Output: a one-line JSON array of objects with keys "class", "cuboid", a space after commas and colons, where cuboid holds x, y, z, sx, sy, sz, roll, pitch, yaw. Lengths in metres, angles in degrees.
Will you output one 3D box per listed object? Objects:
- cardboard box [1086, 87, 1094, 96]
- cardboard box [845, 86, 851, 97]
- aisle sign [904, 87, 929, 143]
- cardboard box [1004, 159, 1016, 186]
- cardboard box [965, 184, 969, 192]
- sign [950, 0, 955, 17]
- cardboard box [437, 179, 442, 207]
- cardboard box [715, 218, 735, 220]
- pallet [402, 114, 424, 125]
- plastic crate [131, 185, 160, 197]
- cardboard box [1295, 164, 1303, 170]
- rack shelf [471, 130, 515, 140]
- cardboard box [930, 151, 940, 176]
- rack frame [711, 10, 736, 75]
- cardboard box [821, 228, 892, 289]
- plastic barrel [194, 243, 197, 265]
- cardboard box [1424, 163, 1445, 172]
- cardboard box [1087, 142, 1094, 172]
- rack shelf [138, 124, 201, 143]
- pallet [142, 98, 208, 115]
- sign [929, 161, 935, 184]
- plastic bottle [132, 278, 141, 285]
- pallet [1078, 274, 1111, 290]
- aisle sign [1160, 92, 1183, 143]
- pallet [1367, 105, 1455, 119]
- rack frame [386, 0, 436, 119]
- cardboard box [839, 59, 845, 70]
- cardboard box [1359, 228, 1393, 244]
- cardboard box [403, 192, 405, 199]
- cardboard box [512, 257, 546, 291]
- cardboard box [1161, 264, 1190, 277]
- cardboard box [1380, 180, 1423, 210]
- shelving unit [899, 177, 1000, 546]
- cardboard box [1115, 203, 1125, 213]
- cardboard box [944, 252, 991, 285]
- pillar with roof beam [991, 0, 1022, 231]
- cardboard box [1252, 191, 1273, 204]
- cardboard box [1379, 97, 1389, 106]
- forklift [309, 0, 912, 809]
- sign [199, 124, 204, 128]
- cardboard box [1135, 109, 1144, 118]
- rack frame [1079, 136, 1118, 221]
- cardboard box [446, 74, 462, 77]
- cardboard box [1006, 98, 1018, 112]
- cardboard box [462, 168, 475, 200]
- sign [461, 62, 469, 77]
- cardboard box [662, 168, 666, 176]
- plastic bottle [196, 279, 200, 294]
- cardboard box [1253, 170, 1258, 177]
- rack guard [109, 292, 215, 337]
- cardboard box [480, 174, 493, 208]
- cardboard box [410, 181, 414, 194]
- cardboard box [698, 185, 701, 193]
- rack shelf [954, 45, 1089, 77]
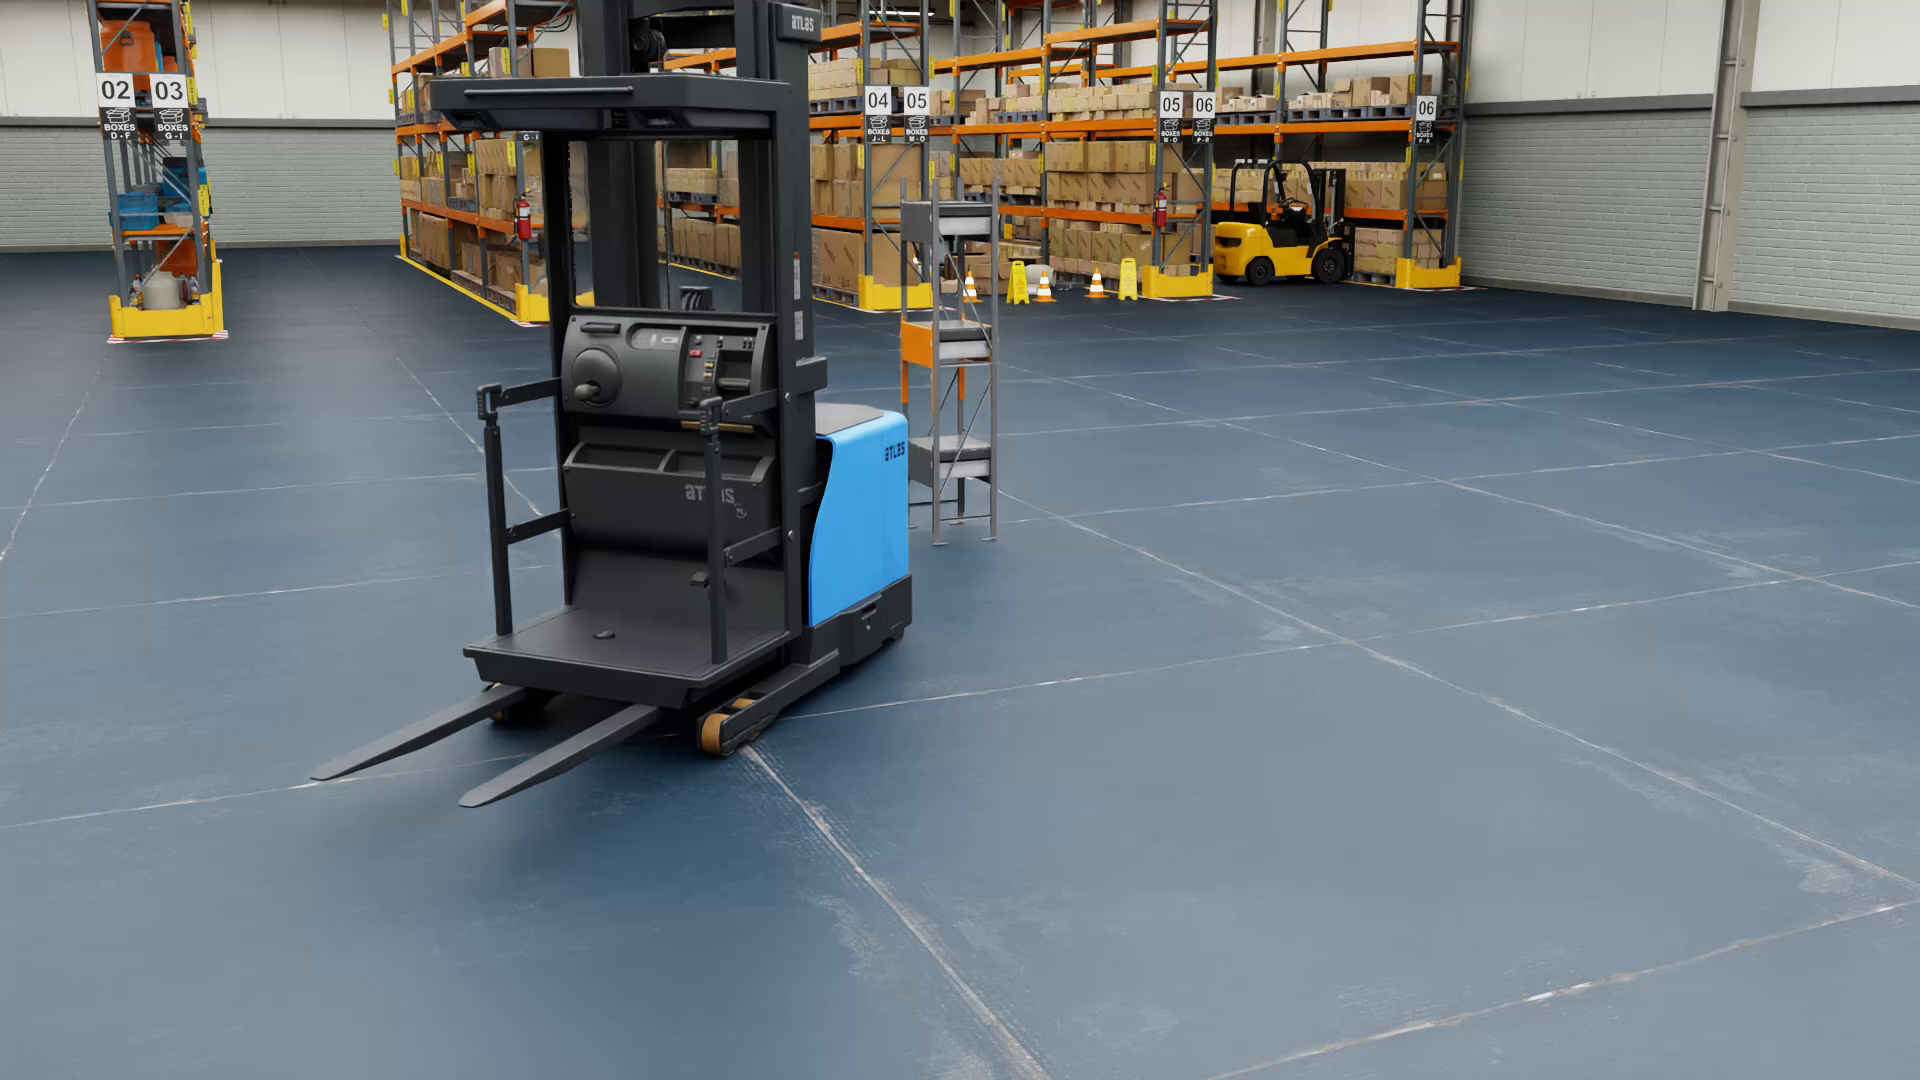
[{"class": "cardboard box", "cuboid": [2.357, -7.609, 28.229, 0.380, 0.149, 0.250, -6, 14, -24]}, {"class": "cardboard box", "cuboid": [-1.479, -6.628, 24.607, 0.380, 0.149, 0.250, -5, 14, -22]}, {"class": "aisle sign", "cuboid": [-0.632, -6.225, 24.347, 0.394, 0.787, 0.004, -6, 14, -23]}, {"class": "cardboard box", "cuboid": [1.161, -6.922, 31.315, 0.500, 0.500, 0.500, -5, 14, -21]}, {"class": "cardboard box", "cuboid": [0.315, -7.065, 33.368, 0.380, 0.149, 0.250, -7, 15, -26]}, {"class": "sign", "cuboid": [-0.152, -10.471, 32.730, 0.100, 0.325, 0.005, -6, 14, -23]}, {"class": "cardboard box", "cuboid": [-9.344, -6.403, 30.662, 0.500, 0.500, 0.500, -6, 14, -23]}, {"class": "cardboard box", "cuboid": [-4.794, -6.431, 33.951, 0.500, 0.250, 0.500, -6, 14, -25]}, {"class": "pallet", "cuboid": [-11.130, -8.838, 34.946, 1.003, 0.211, 1.213, -6, 14, -23]}, {"class": "plastic crate", "cuboid": [-12.896, -5.394, 26.380, 0.402, 0.464, 0.583, -6, 14, -23]}, {"class": "cardboard box", "cuboid": [6.564, -7.062, 31.409, 0.380, 0.149, 0.250, -5, 14, -22]}, {"class": "rack shelf", "cuboid": [-6.322, -6.043, 24.269, 1.077, 0.370, 4.000, -6, 14, -23]}, {"class": "cardboard box", "cuboid": [-0.305, -7.791, 34.440, 0.500, 0.500, 0.500, -5, 14, -22]}, {"class": "rack frame", "cuboid": [-4.140, -9.521, 31.051, 1.000, 3.000, 0.127, -6, 14, -23]}, {"class": "cardboard box", "cuboid": [-1.622, -4.431, 26.142, 0.875, 0.875, 0.875, -6, 14, -24]}, {"class": "plastic barrel", "cuboid": [-13.927, -5.087, 29.612, 0.600, 0.588, 0.708, -6, 14, -23]}, {"class": "cardboard box", "cuboid": [8.168, -6.461, 28.814, 0.380, 0.149, 0.250, -6, 14, -24]}, {"class": "cardboard box", "cuboid": [2.588, -6.497, 28.191, 0.700, 0.500, 0.500, -6, 14, -23]}, {"class": "rack shelf", "cuboid": [-14.064, -7.248, 29.477, 1.077, 0.370, 4.000, -6, 14, -23]}, {"class": "pallet", "cuboid": [-11.282, -6.127, 23.455, 1.213, 0.211, 1.003, -6, 14, -23]}, {"class": "sign", "cuboid": [-0.424, -5.455, 24.691, 0.100, 0.325, 0.005, -6, 14, -23]}, {"class": "plastic bottle", "cuboid": [-11.397, -3.452, 23.031, 0.144, 0.351, 0.185, -5, 14, -21]}, {"class": "pallet", "cuboid": [2.752, -4.493, 28.817, 1.003, 0.211, 1.213, -6, 14, -23]}, {"class": "aisle sign", "cuboid": [3.319, -6.641, 26.146, 0.394, 0.787, 0.004, -6, 14, -23]}, {"class": "pallet", "cuboid": [7.847, -7.429, 28.862, 1.003, 0.211, 1.213, -6, 14, -23]}, {"class": "rack frame", "cuboid": [-11.930, -10.747, 36.347, 1.000, 3.000, 0.127, -6, 14, -23]}, {"class": "cardboard box", "cuboid": [-1.582, -7.070, 24.748, 0.380, 0.149, 0.250, -5, 14, -22]}, {"class": "cardboard box", "cuboid": [7.426, -5.387, 29.441, 0.500, 0.250, 0.500, -5, 14, -22]}, {"class": "cardboard box", "cuboid": [-11.883, -7.493, 36.149, 0.380, 0.149, 0.250, -6, 14, -24]}, {"class": "cardboard box", "cuboid": [-6.442, -4.007, 25.141, 0.500, 0.500, 0.500, -7, 15, -28]}, {"class": "cardboard box", "cuboid": [3.490, -4.470, 27.699, 0.500, 0.250, 0.500, -6, 14, -23]}, {"class": "cardboard box", "cuboid": [7.669, -5.989, 28.874, 0.500, 0.500, 0.500, -6, 14, -24]}, {"class": "shelving unit", "cuboid": [-0.066, -1.057, 9.781, 0.431, 2.100, 0.503, -6, 14, -23]}, {"class": "cardboard box", "cuboid": [2.797, -5.497, 27.525, 0.380, 0.149, 0.250, -5, 14, -22]}, {"class": "cardboard box", "cuboid": [0.154, -4.590, 28.286, 0.797, 0.637, 0.503, -6, 14, -23]}, {"class": "pillar with roof beam", "cuboid": [-2.502, -12.341, 43.233, 9.100, 9.000, 0.548, -6, 14, -23]}, {"class": "cardboard box", "cuboid": [6.063, -6.697, 32.484, 0.500, 0.250, 0.500, -5, 14, -22]}, {"class": "cardboard box", "cuboid": [7.496, -7.599, 28.801, 0.380, 0.149, 0.250, -6, 14, -25]}, {"class": "forklift", "cuboid": [-1.261, -0.713, 6.449, 1.130, 2.935, 3.031, 5, 14, 22]}, {"class": "sign", "cuboid": [-15.970, -8.840, 34.993, 0.100, 0.325, 0.005, -6, 14, -23]}, {"class": "cardboard box", "cuboid": [3.031, -6.849, 26.717, 0.380, 0.149, 0.250, -6, 14, -23]}, {"class": "rack frame", "cuboid": [3.299, -8.342, 39.261, 1.000, 3.000, 0.127, -6, 14, -23]}, {"class": "cardboard box", "cuboid": [-8.365, -7.596, 28.056, 0.500, 0.500, 0.500, -6, 14, -25]}, {"class": "cardboard box", "cuboid": [1.189, -8.151, 31.184, 0.500, 0.250, 0.500, -5, 14, -22]}, {"class": "cardboard box", "cuboid": [-7.902, -5.950, 27.764, 0.797, 0.503, 0.637, -4, 14, -17]}, {"class": "sign", "cuboid": [-7.630, -7.199, 25.651, 0.100, 0.325, 0.005, -6, 14, -23]}, {"class": "cardboard box", "cuboid": [-6.006, -7.674, 34.681, 0.380, 0.149, 0.250, -5, 14, -20]}, {"class": "plastic bottle", "cuboid": [-10.958, -3.612, 23.872, 0.061, 0.283, 0.133, -5, 14, -19]}, {"class": "cardboard box", "cuboid": [5.994, -7.211, 32.715, 0.380, 0.149, 0.250, -6, 14, -23]}, {"class": "rack guard", "cuboid": [-10.132, -2.865, 21.139, 1.175, 0.500, 0.348, -6, 14, -23]}, {"class": "cardboard box", "cuboid": [-6.831, -5.333, 25.381, 0.875, 0.500, 0.500, -6, 14, -23]}, {"class": "cardboard box", "cuboid": [-11.159, -7.349, 34.644, 0.500, 0.250, 0.500, -5, 14, -22]}, {"class": "cardboard box", "cuboid": [-4.856, -6.792, 32.192, 0.380, 0.149, 0.250, -6, 14, -23]}, {"class": "rack shelf", "cuboid": [1.156, -9.031, 31.414, 1.077, 0.370, 4.000, -6, 14, -23]}]
